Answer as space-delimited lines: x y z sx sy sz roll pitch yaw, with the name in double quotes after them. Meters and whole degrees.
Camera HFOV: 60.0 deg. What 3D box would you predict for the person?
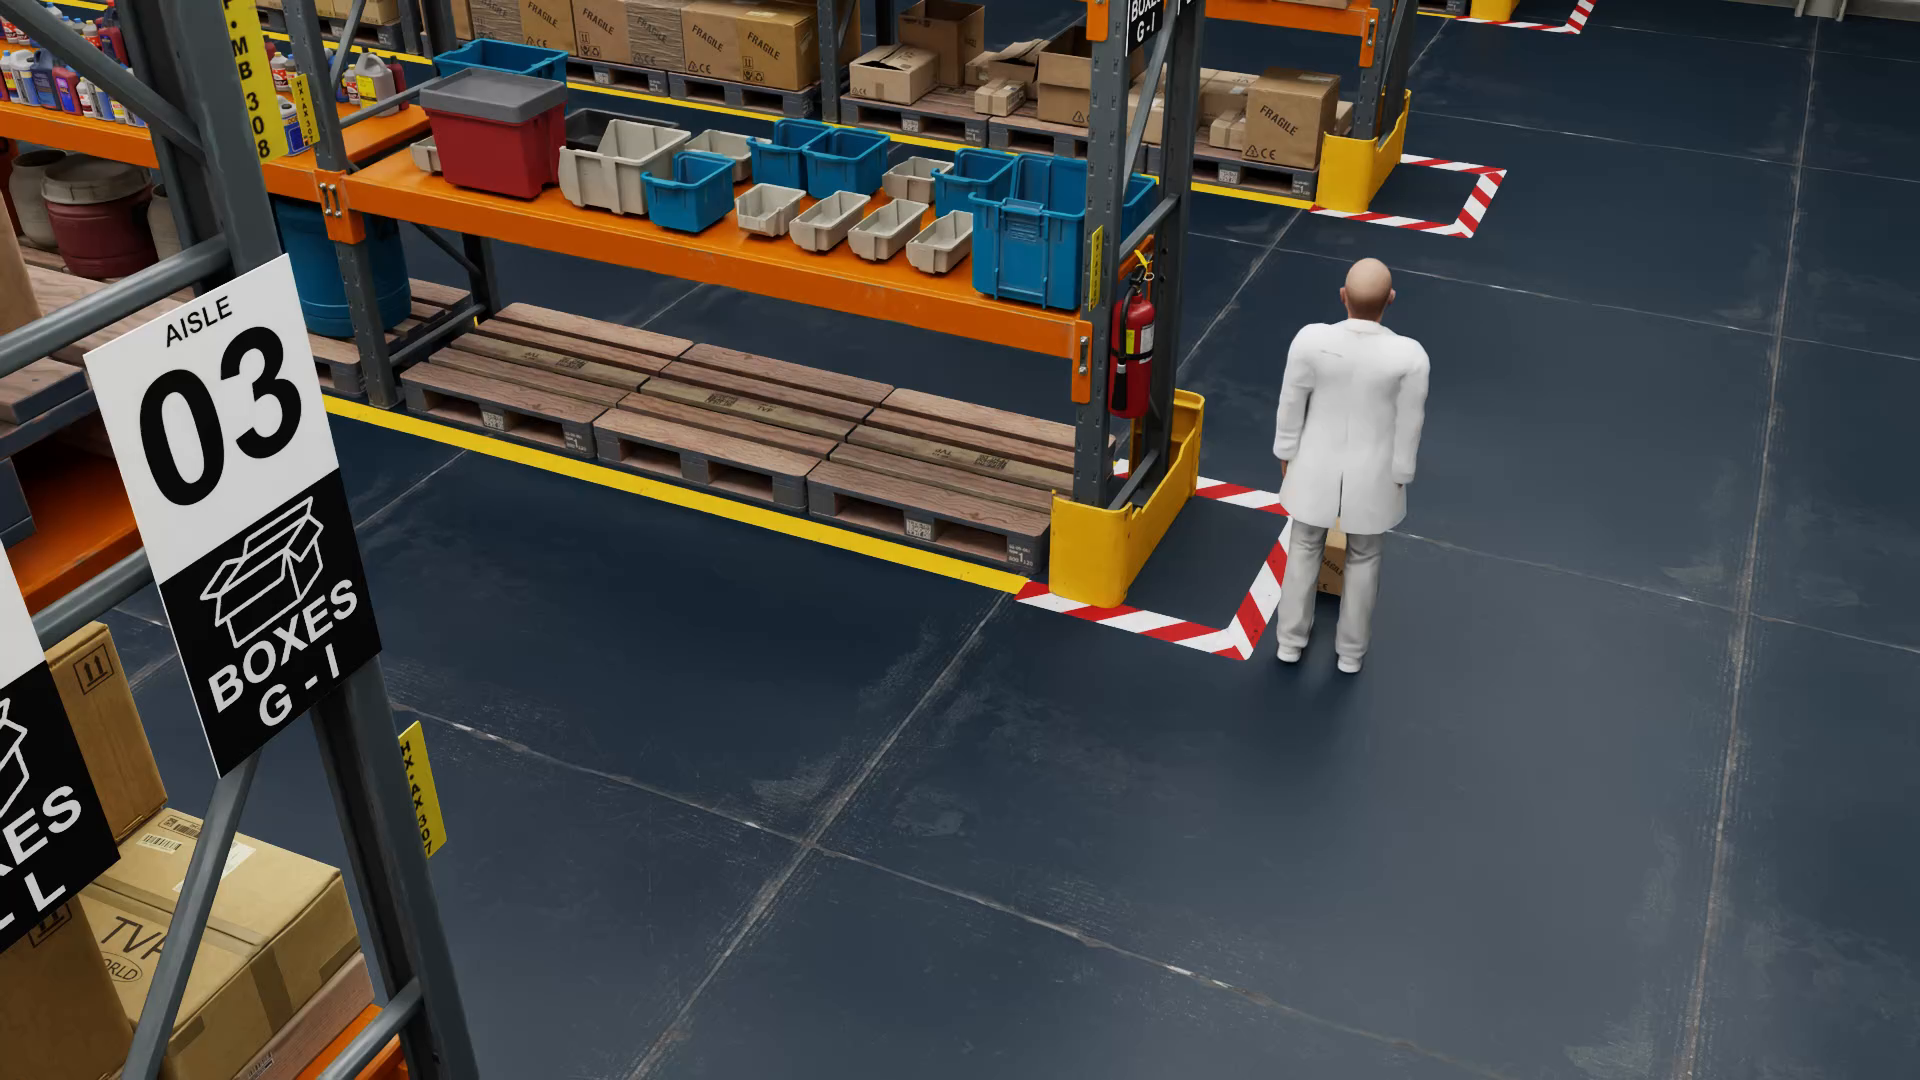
1.522 -0.298 6.615 0.561 1.776 0.387 11 35 17 "person"
